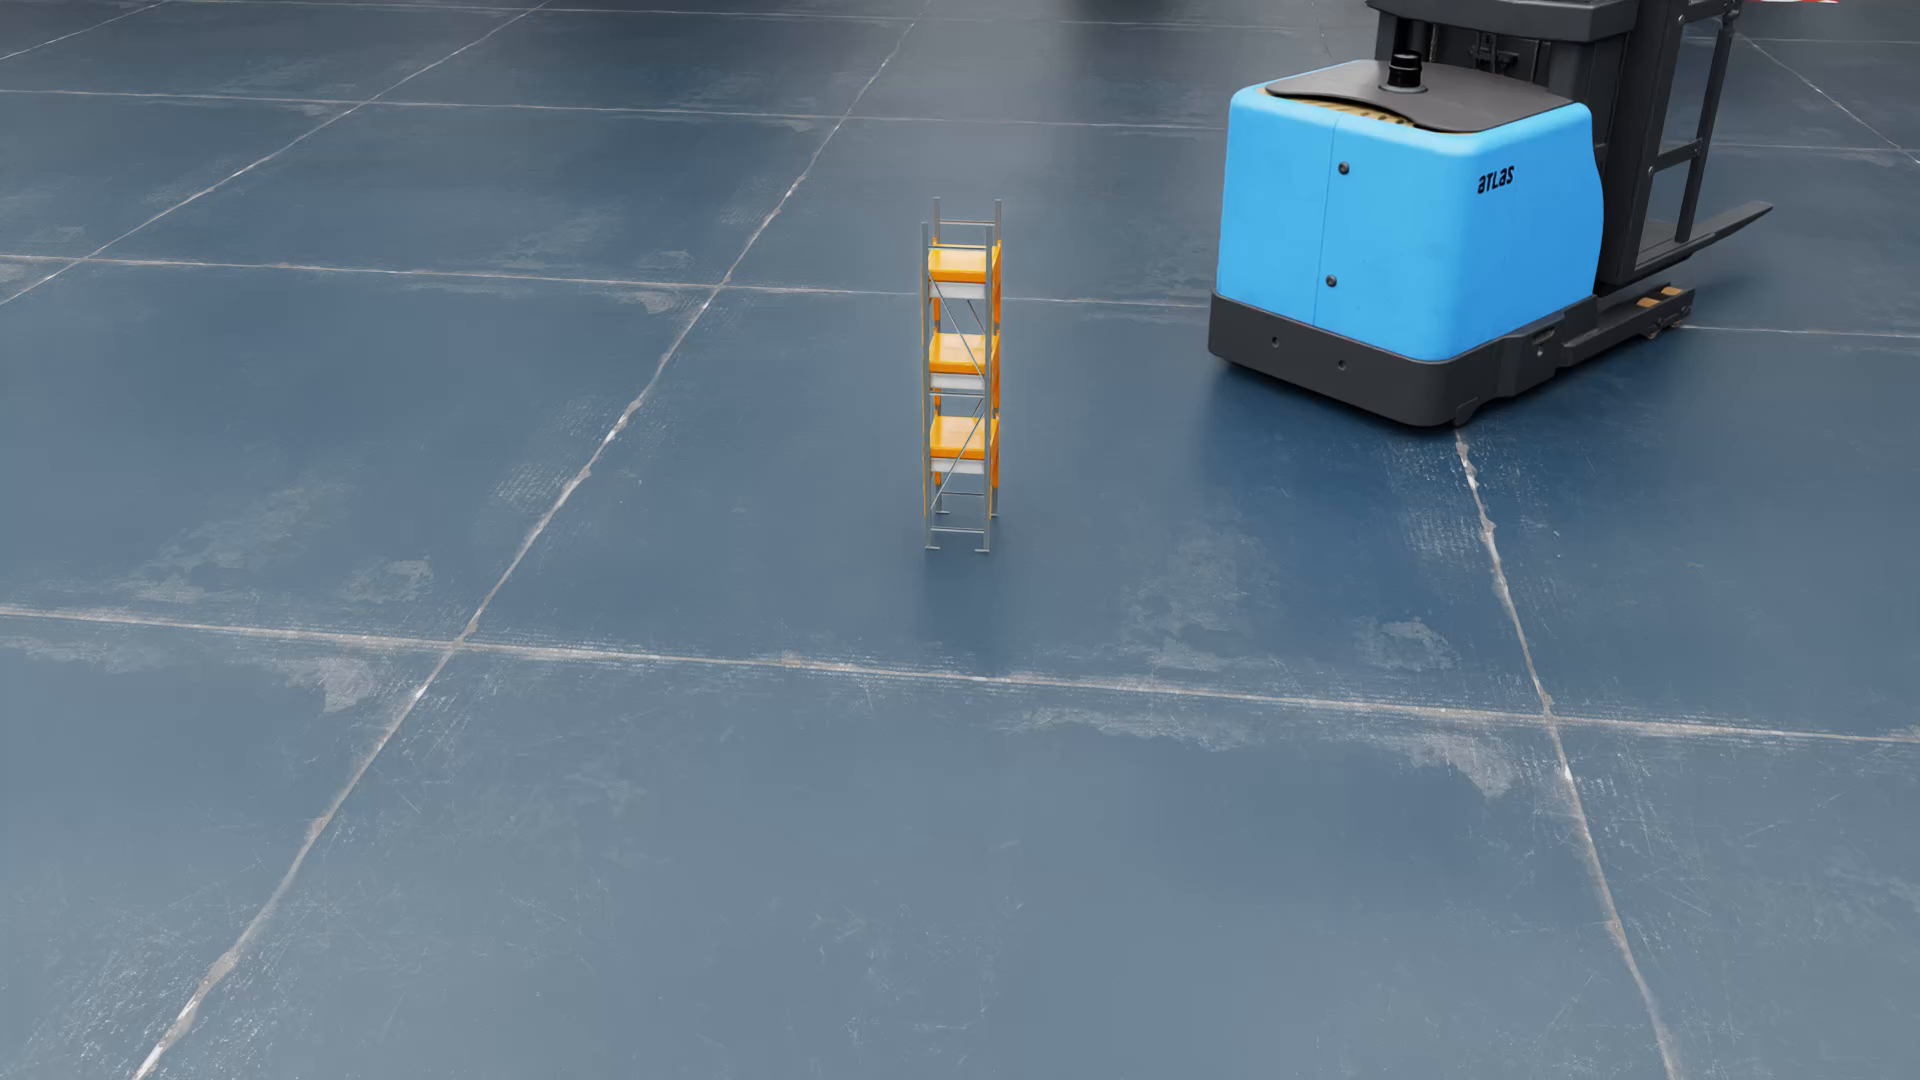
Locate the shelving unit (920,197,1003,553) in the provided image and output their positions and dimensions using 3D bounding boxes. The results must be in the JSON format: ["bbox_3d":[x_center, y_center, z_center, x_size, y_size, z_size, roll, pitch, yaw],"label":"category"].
[{"bbox_3d":[0.007,-0.487,5.048,0.215,1.050,0.252,3,28,6],"label":"shelving unit"}]

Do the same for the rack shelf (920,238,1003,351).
[{"bbox_3d":[0.007,-0.728,4.918,0.215,0.259,0.240,3,28,6],"label":"rack shelf"}]

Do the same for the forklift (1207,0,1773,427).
[{"bbox_3d":[2.395,-2.271,6.375,3.031,2.935,1.130,-23,36,-36],"label":"forklift"}]

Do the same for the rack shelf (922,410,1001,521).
[{"bbox_3d":[0.007,-0.233,5.185,0.215,0.259,0.240,3,28,6],"label":"rack shelf"}]

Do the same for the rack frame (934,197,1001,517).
[{"bbox_3d":[0.022,-0.545,5.154,0.200,1.050,0.008,3,28,6],"label":"rack frame"}]

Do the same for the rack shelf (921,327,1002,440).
[{"bbox_3d":[0.007,-0.478,5.053,0.215,0.259,0.240,3,28,6],"label":"rack shelf"}]

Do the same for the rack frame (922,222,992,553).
[{"bbox_3d":[-0.008,-0.430,4.941,0.200,1.050,0.008,3,28,6],"label":"rack frame"}]
